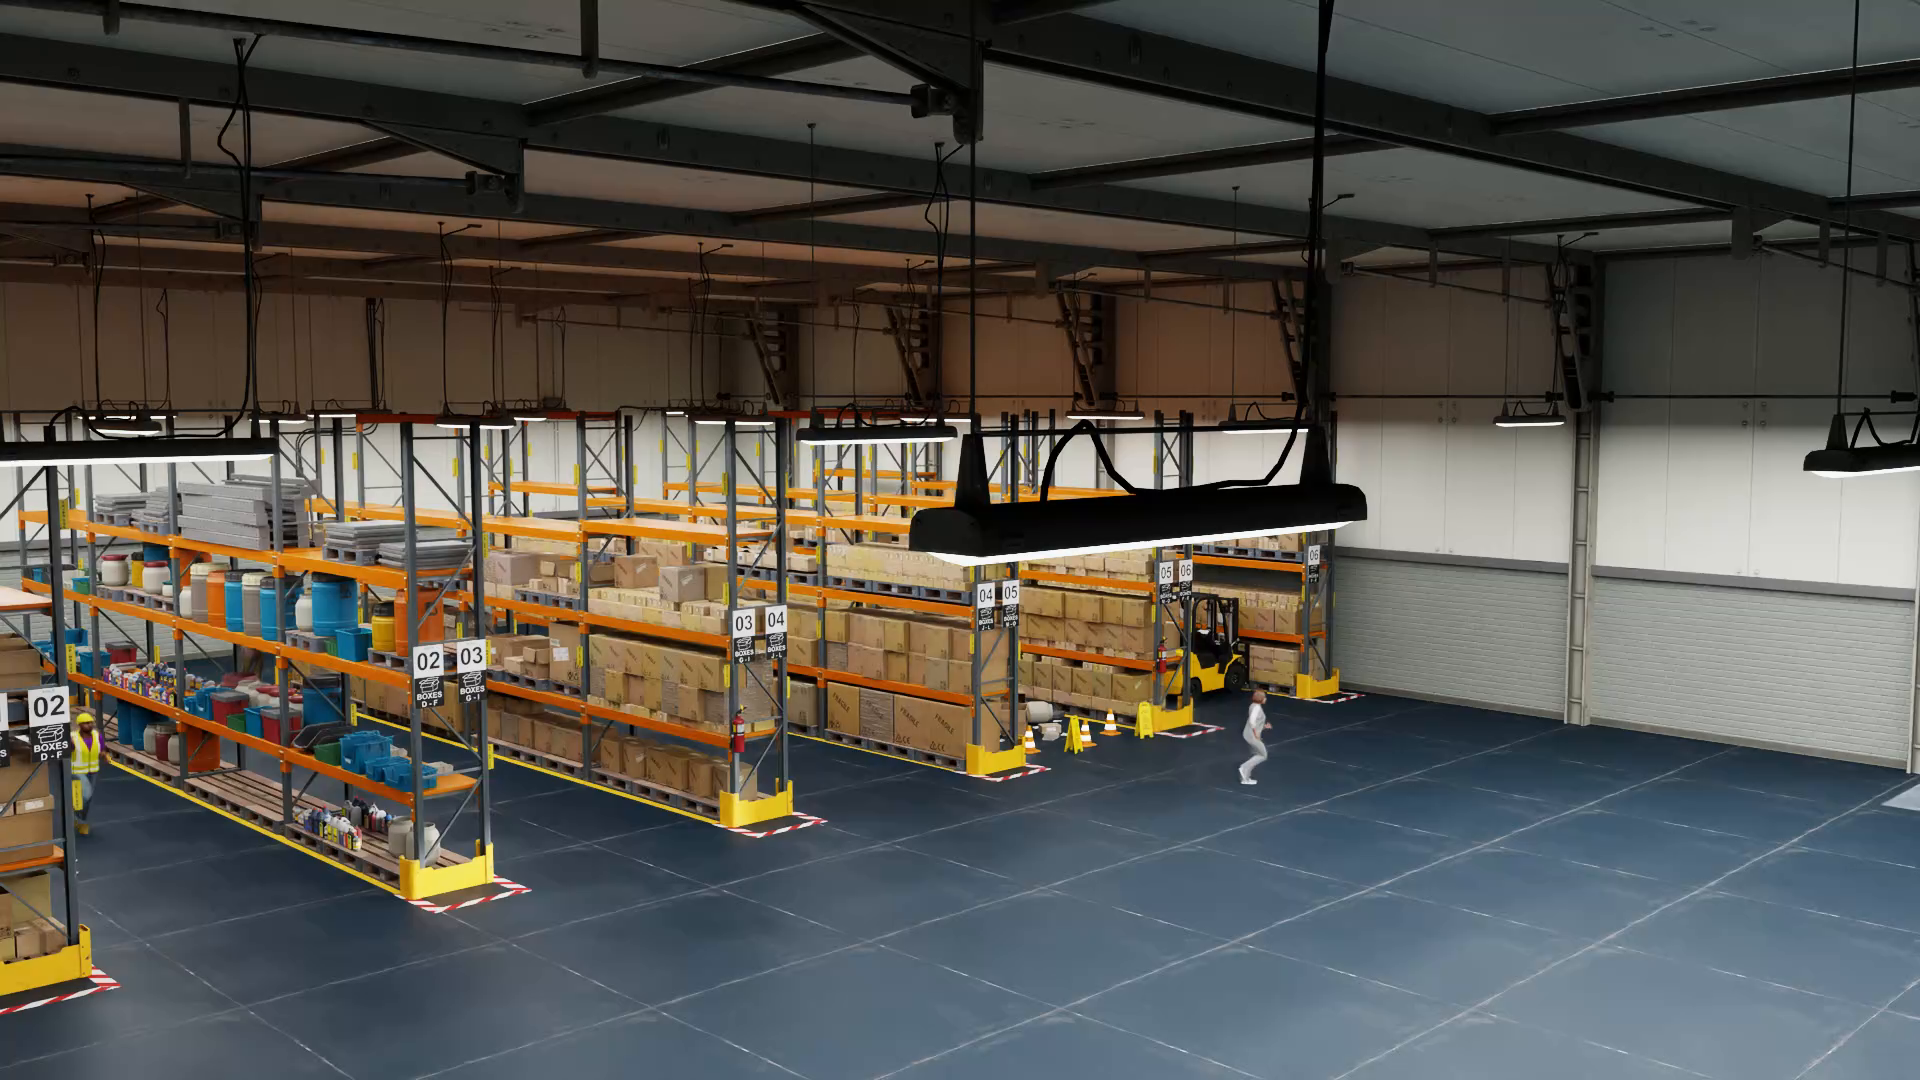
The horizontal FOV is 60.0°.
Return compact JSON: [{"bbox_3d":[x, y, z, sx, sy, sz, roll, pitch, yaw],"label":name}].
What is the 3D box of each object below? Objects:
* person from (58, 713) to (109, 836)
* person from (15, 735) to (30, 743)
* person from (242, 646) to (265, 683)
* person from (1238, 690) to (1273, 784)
[{"bbox_3d":[-12.667,3.379,24.063,0.800,1.779,0.625,3,6,32],"label":"person"},{"bbox_3d":[-13.431,3.403,23.532,0.618,1.804,0.724,-3,6,-33],"label":"person"},{"bbox_3d":[-15.456,2.340,36.154,0.962,1.750,0.687,-3,6,-31],"label":"person"},{"bbox_3d":[4.832,3.216,27.028,0.617,1.540,0.545,0,5,-4],"label":"person"}]
